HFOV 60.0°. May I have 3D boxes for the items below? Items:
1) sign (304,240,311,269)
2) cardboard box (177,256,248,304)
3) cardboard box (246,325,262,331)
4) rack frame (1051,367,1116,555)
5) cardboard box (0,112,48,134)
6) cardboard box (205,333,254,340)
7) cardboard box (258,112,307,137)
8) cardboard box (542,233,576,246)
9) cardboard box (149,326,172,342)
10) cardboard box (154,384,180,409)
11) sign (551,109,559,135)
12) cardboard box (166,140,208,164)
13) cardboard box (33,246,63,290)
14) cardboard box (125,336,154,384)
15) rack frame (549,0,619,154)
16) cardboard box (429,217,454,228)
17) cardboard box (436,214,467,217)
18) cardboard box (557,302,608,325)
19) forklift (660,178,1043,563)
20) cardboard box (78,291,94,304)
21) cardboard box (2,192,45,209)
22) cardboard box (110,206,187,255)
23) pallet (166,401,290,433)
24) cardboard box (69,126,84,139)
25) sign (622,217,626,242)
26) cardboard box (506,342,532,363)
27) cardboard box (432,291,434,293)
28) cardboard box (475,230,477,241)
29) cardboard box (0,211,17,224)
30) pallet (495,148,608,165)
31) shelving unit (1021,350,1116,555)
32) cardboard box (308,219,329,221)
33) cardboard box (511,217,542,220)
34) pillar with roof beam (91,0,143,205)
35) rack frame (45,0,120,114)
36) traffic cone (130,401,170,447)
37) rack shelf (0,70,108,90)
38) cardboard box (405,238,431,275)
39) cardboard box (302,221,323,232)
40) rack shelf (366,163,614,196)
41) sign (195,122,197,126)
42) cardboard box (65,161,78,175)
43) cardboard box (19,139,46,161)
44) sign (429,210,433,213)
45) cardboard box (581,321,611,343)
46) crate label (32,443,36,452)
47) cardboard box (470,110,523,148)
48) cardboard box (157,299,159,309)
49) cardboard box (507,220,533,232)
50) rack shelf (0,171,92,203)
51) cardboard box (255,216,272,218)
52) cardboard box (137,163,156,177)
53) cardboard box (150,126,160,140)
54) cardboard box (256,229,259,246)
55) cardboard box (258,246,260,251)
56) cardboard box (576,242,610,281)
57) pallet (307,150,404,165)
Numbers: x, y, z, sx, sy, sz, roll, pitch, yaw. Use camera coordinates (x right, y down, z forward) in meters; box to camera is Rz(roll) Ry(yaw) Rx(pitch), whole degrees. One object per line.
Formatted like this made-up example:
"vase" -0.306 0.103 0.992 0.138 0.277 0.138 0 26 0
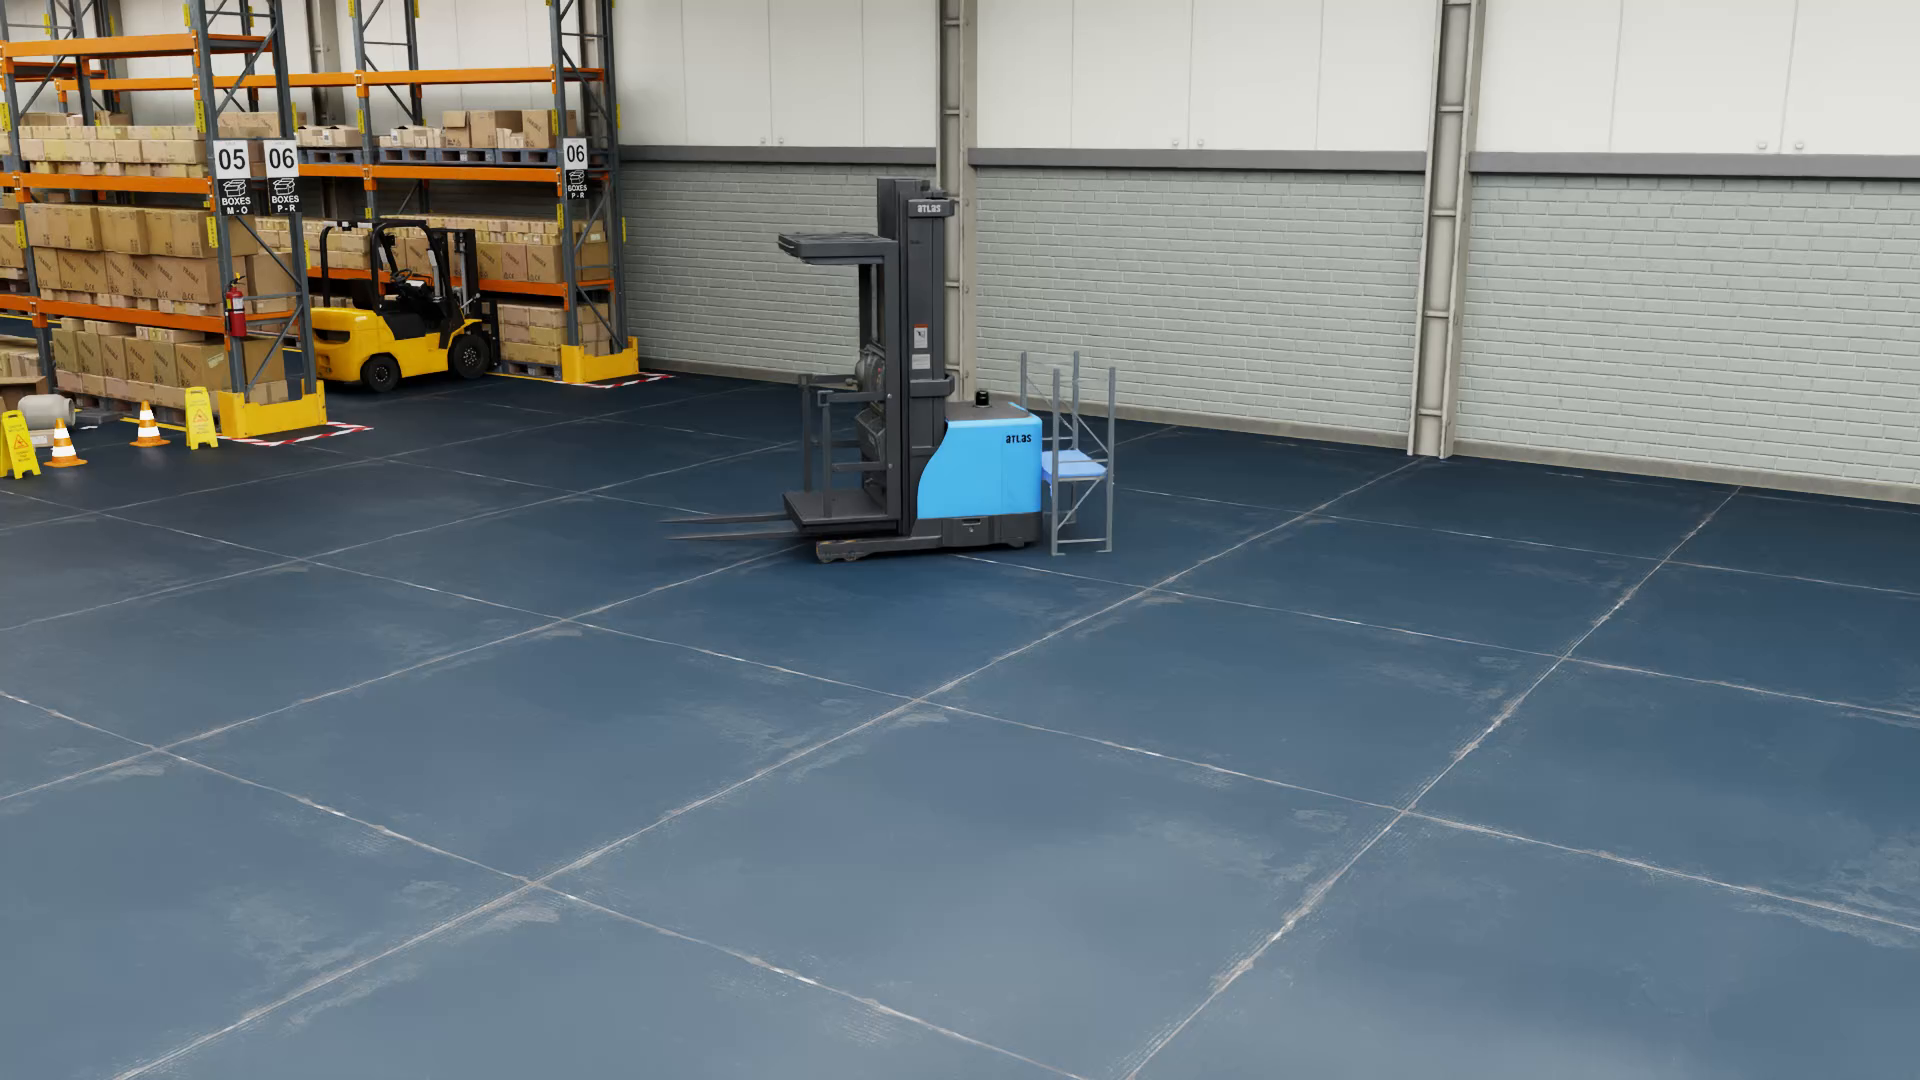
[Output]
"sign" -7.410 -3.230 18.827 0.005 0.325 0.100 9 17 33
"cardboard box" -8.317 -2.912 18.519 0.500 0.500 0.500 9 16 32
"cardboard box" -11.074 -3.729 26.714 0.625 0.625 0.875 10 17 35
"rack frame" 0.977 -0.622 13.215 0.500 1.500 0.032 -3 14 -12
"cardboard box" -11.584 -5.120 20.420 0.500 0.250 0.500 10 17 34
"cardboard box" -8.684 -2.170 19.636 0.500 0.500 0.500 8 16 31
"cardboard box" -10.274 -6.239 25.253 0.500 0.500 0.500 10 17 34
"cardboard box" -5.390 -4.046 22.366 0.250 0.149 0.380 9 17 34
"cardboard box" -9.072 -2.375 19.114 0.250 0.149 0.380 10 17 34
"cardboard box" -8.959 -1.697 19.282 0.500 0.250 0.500 9 17 33
"sign" -5.260 -5.433 21.607 0.005 0.325 0.100 9 17 33
"cardboard box" -8.288 -4.244 18.176 0.500 0.250 0.500 9 16 32
"cardboard box" -10.822 -3.316 20.151 0.500 0.500 0.500 9 17 33
"cardboard box" -9.373 -2.129 19.467 0.500 0.500 0.500 9 16 32
"rack frame" -4.946 -6.604 21.773 0.127 3.000 1.000 9 17 33
"cardboard box" -7.295 -4.500 23.583 0.250 0.149 0.380 9 16 32
"cardboard box" -7.419 -4.679 24.304 0.250 0.149 0.380 9 17 32
"cardboard box" -5.239 -3.148 23.067 0.500 0.250 0.500 9 16 32
"forklift" -0.900 -1.383 13.309 3.031 2.935 1.130 -3 14 -14
"cardboard box" -10.288 -2.917 19.886 0.250 0.149 0.380 10 17 35
"cardboard box" -16.751 -5.957 29.779 0.500 0.500 0.500 10 17 34
"cardboard box" -9.155 -3.522 18.901 0.500 0.500 0.700 9 16 32
"pallet" -8.430 -1.474 19.339 1.213 0.211 1.003 9 17 33
"cardboard box" -10.069 -4.722 19.276 0.250 0.149 0.380 9 16 31
"sign" -4.631 -4.260 22.825 0.005 0.325 0.100 9 17 33
"cardboard box" -5.919 -2.630 23.051 0.500 0.250 0.500 9 17 33
"cardboard box" -7.748 -3.555 24.710 0.500 0.250 0.500 10 17 34
"cardboard box" -6.625 -4.264 23.250 0.250 0.149 0.380 9 17 32
"cardboard box" -12.120 -4.056 20.916 0.250 0.149 0.380 9 16 31
"pallet" -5.518 -5.205 22.548 1.213 0.211 1.003 9 17 33
"shelving unit" 0.869 -0.742 13.698 0.538 1.500 1.048 -3 14 -12
"cardboard box" -9.916 -4.923 25.909 0.250 0.149 0.380 10 17 34
"cardboard box" -6.123 -4.483 23.513 0.250 0.149 0.380 9 16 31
"pillar with roof beam" -17.380 -7.628 25.910 0.400 9.000 9.100 9 17 33
"rack frame" -14.903 -8.213 28.274 0.127 3.000 1.000 9 17 33
"traffic cone" -8.790 -1.271 17.993 0.334 0.463 0.336 9 17 33
"rack shelf" -16.562 -8.131 29.445 4.000 0.370 1.077 9 17 33
"cardboard box" -7.601 -4.099 23.930 0.500 0.500 0.500 10 17 34
"cardboard box" -9.749 -4.759 25.246 0.250 0.149 0.380 9 17 33
"rack shelf" -6.605 -5.067 23.304 4.000 0.370 1.077 9 17 33
"sign" -11.888 -6.364 25.970 0.005 0.325 0.100 9 17 33
"cardboard box" -10.271 -4.382 19.565 0.250 0.149 0.380 10 17 34
"cardboard box" -10.820 -4.652 19.824 0.500 0.250 0.500 9 16 32
"sign" -7.956 -4.798 24.996 0.005 0.325 0.100 9 17 33
"cardboard box" -5.220 -2.908 23.136 0.500 0.250 0.500 10 17 34
"crate label" -9.814 -0.939 17.330 0.298 0.136 0.250 1 14 4
"cardboard box" -6.243 -5.617 22.738 0.500 0.500 0.700 9 17 33
"cardboard box" -8.980 -2.729 19.126 0.250 0.149 0.380 9 17 34
"cardboard box" -5.980 -4.310 22.816 0.250 0.149 0.380 9 17 33
"rack shelf" -12.691 -4.613 21.471 4.000 0.370 1.077 9 17 33
"cardboard box" -11.201 -5.125 26.725 0.250 0.149 0.380 10 17 35
"cardboard box" -8.997 -4.168 18.699 0.250 0.149 0.380 9 17 32
"cardboard box" -8.755 -4.526 18.487 0.250 0.149 0.380 9 17 33
"cardboard box" -10.937 -4.759 26.077 0.500 0.250 0.500 10 17 35
"cardboard box" -10.938 -4.515 26.133 0.500 0.250 0.500 9 16 32
"cardboard box" -5.202 -3.862 22.974 0.500 0.500 0.500 10 17 35
"pallet" -9.004 -5.707 24.791 1.217 0.209 0.805 8 16 31
